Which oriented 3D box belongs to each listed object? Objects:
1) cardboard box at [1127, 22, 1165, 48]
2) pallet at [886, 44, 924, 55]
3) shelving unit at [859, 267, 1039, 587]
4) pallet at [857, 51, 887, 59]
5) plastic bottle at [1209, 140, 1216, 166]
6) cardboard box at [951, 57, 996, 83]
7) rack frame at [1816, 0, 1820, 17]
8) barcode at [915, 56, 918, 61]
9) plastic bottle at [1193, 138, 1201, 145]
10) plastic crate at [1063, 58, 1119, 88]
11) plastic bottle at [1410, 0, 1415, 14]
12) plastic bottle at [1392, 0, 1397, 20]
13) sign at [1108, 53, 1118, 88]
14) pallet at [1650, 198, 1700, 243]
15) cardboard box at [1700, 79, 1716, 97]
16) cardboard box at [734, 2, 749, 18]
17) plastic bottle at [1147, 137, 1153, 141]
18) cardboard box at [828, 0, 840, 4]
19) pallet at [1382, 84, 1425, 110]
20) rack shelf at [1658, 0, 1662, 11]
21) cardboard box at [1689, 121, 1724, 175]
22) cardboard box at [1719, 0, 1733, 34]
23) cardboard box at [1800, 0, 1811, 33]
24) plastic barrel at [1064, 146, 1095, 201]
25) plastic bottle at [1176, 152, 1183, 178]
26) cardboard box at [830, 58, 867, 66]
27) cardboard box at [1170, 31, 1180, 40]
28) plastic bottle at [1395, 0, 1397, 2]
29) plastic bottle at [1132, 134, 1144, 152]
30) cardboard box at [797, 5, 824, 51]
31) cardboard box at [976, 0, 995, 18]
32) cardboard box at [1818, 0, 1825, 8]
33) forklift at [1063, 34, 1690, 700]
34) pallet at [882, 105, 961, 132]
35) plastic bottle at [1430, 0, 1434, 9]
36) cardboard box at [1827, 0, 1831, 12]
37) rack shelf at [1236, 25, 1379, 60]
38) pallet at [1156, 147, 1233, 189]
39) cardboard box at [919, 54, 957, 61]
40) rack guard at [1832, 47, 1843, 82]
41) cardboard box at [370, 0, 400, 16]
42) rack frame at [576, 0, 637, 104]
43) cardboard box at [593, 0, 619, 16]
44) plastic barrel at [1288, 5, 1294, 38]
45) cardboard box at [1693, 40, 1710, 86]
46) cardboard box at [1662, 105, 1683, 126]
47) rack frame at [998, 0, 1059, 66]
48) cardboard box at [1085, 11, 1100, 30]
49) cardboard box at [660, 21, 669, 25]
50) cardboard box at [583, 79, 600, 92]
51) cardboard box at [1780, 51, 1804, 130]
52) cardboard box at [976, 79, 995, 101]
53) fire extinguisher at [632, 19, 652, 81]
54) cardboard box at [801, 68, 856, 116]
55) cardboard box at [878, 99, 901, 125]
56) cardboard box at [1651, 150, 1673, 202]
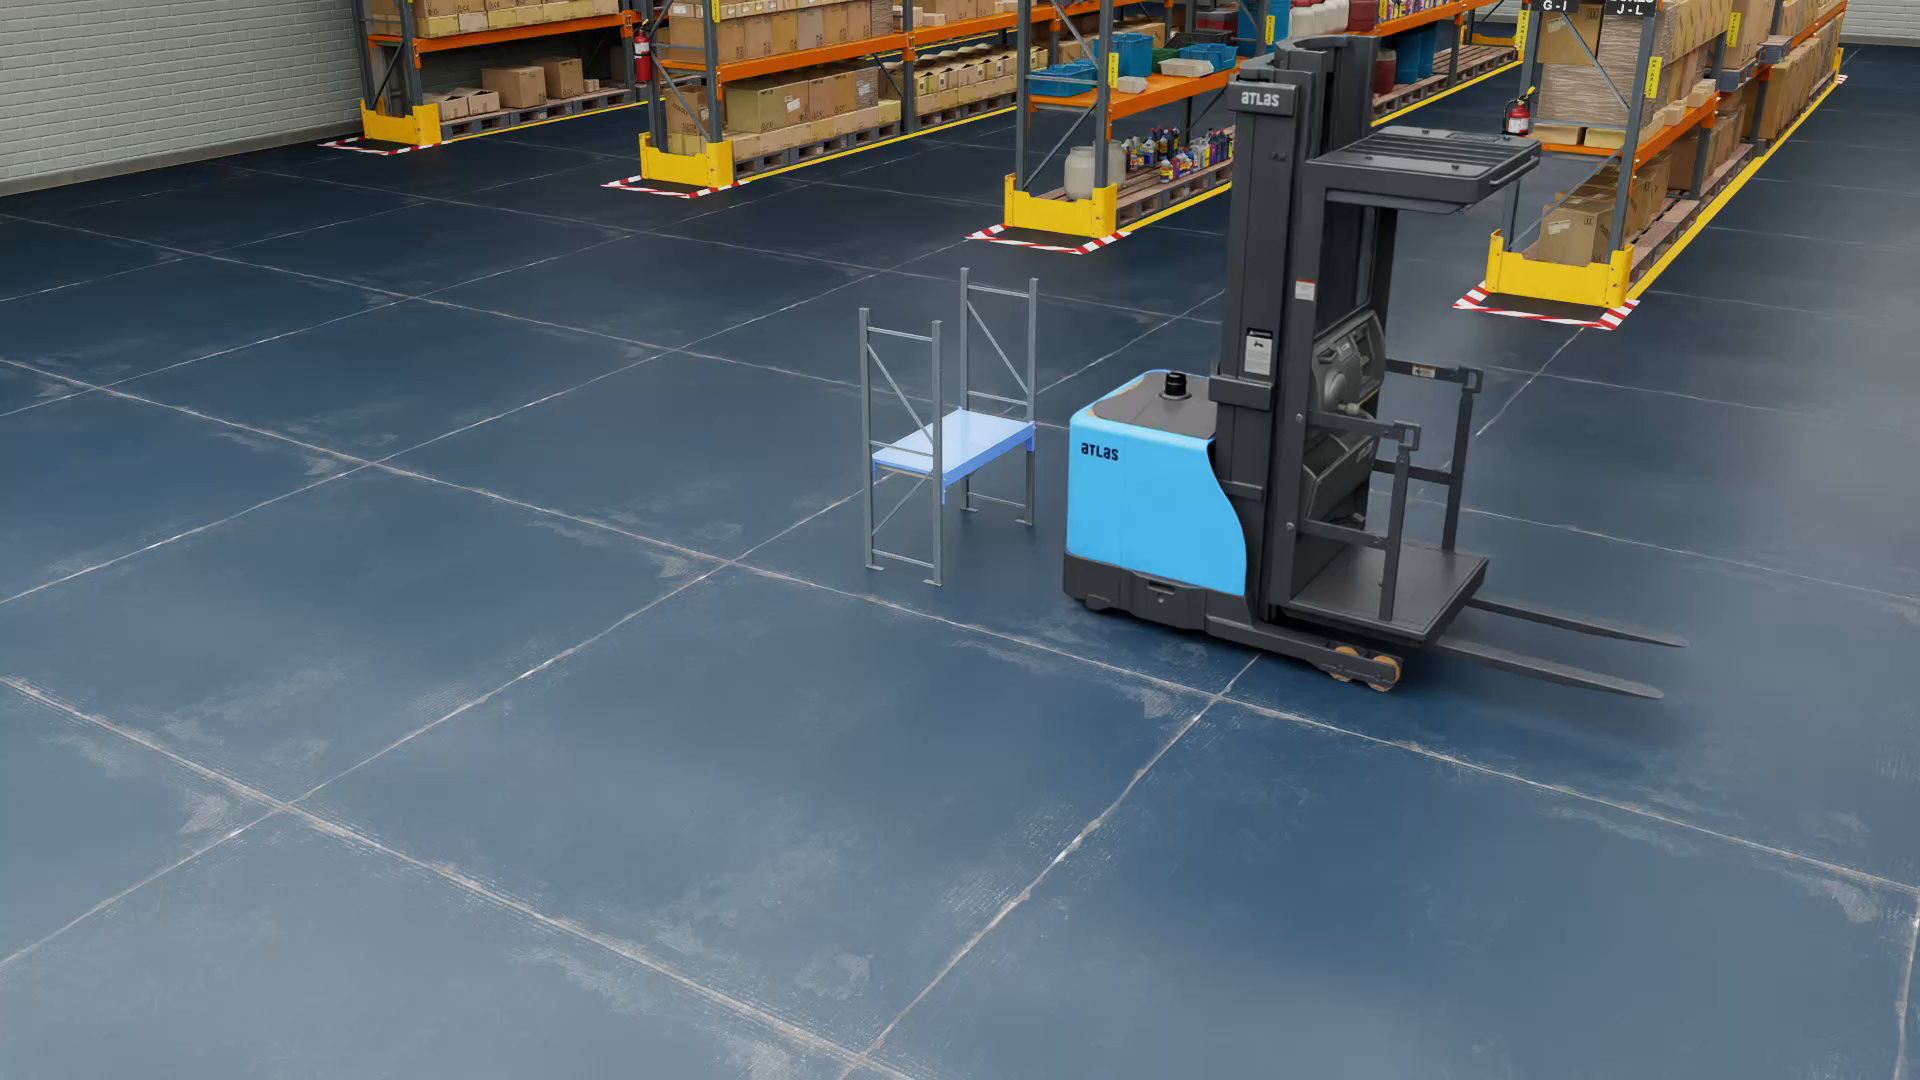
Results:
[{"bbox_3d":[3.132,-8.477,28.149,0.500,0.500,0.500,14,27,29],"label":"cardboard box"},{"bbox_3d":[-1.405,-9.130,30.574,1.003,0.211,1.213,14,27,29],"label":"pallet"},{"bbox_3d":[-0.045,-0.659,9.386,0.538,1.500,1.048,14,27,29],"label":"shelving unit"},{"bbox_3d":[-2.047,-8.717,29.619,1.003,0.211,1.213,14,27,29],"label":"pallet"},{"bbox_3d":[2.888,-4.459,19.139,0.061,0.283,0.133,16,28,32],"label":"plastic bottle"},{"bbox_3d":[0.168,-6.744,23.778,0.500,0.311,0.500,15,27,30],"label":"cardboard box"},{"bbox_3d":[11.563,-7.572,23.465,1.000,3.000,0.127,14,27,29],"label":"rack frame"},{"bbox_3d":[-0.583,-6.443,22.242,0.001,0.075,0.075,14,27,29],"label":"barcode"},{"bbox_3d":[2.800,-4.542,19.340,0.152,0.276,0.135,14,27,29],"label":"plastic bottle"},{"bbox_3d":[1.382,-4.941,17.575,0.499,0.251,0.408,14,27,29],"label":"plastic crate"},{"bbox_3d":[6.479,-7.749,24.031,0.152,0.276,0.135,14,27,29],"label":"plastic bottle"},{"bbox_3d":[6.101,-7.476,23.391,0.061,0.283,0.133,14,27,29],"label":"plastic bottle"},{"bbox_3d":[1.490,-4.570,16.182,0.100,0.325,0.005,14,27,29],"label":"sign"},{"bbox_3d":[7.019,-3.358,17.241,1.003,0.211,1.213,14,27,29],"label":"pallet"},{"bbox_3d":[7.479,-4.622,16.968,0.380,0.149,0.250,14,27,29],"label":"cardboard box"},{"bbox_3d":[-2.654,-6.119,19.168,0.380,0.149,0.250,13,27,28],"label":"cardboard box"},{"bbox_3d":[2.211,-4.553,19.372,0.097,0.271,0.097,0,23,0],"label":"plastic bottle"},{"bbox_3d":[-1.704,-6.728,20.572,0.380,0.149,0.250,15,27,30],"label":"cardboard box"},{"bbox_3d":[6.270,-6.665,24.880,1.003,0.211,1.213,14,27,29],"label":"pallet"},{"bbox_3d":[6.288,-5.243,15.215,1.077,0.370,4.000,14,27,29],"label":"rack shelf"},{"bbox_3d":[8.247,-4.475,18.904,0.700,0.500,0.500,11,26,24],"label":"cardboard box"},{"bbox_3d":[7.339,-5.303,16.466,0.500,0.500,0.500,14,27,29],"label":"cardboard box"},{"bbox_3d":[11.011,-7.059,22.155,0.500,0.500,0.500,14,27,28],"label":"cardboard box"},{"bbox_3d":[1.307,-3.849,17.468,0.421,0.512,0.421,0,23,0],"label":"plastic barrel"},{"bbox_3d":[2.427,-4.172,18.491,0.097,0.271,0.097,0,23,0],"label":"plastic bottle"},{"bbox_3d":[-1.582,-6.133,22.130,0.500,0.500,0.500,14,27,29],"label":"cardboard box"},{"bbox_3d":[3.554,-8.713,28.932,0.500,0.311,0.500,14,27,29],"label":"cardboard box"},{"bbox_3d":[6.367,-7.823,24.107,0.144,0.351,0.185,14,27,29],"label":"plastic bottle"},{"bbox_3d":[2.033,-4.503,19.157,0.144,0.351,0.185,14,27,29],"label":"plastic bottle"},{"bbox_3d":[-2.110,-6.323,20.454,0.700,0.500,0.500,15,27,31],"label":"cardboard box"},{"bbox_3d":[0.167,-7.775,23.809,0.500,0.500,0.500,12,26,26],"label":"cardboard box"},{"bbox_3d":[12.033,-7.743,23.675,0.500,0.250,0.500,13,27,28],"label":"cardboard box"},{"bbox_3d":[2.073,-0.854,8.033,3.031,2.935,1.130,14,27,29],"label":"forklift"},{"bbox_3d":[-0.716,-5.926,23.173,1.003,0.211,1.213,14,27,29],"label":"pallet"},{"bbox_3d":[6.963,-8.059,24.745,0.152,0.276,0.135,14,27,29],"label":"plastic bottle"},{"bbox_3d":[12.550,-7.840,24.400,0.380,0.149,0.250,13,27,28],"label":"cardboard box"},{"bbox_3d":[4.190,-6.254,21.328,1.077,0.370,4.000,14,27,29],"label":"rack shelf"},{"bbox_3d":[2.745,-4.412,19.676,1.003,0.211,1.213,14,27,29],"label":"pallet"},{"bbox_3d":[-0.299,-6.848,24.019,0.500,0.311,0.500,13,27,28],"label":"cardboard box"},{"bbox_3d":[13.685,-7.783,27.099,1.175,0.500,0.348,14,27,29],"label":"rack guard"},{"bbox_3d":[-7.324,-7.124,21.650,0.500,0.500,0.500,14,27,28],"label":"cardboard box"},{"bbox_3d":[-5.282,-7.986,24.421,1.000,3.000,0.127,14,27,29],"label":"rack frame"},{"bbox_3d":[-5.274,-7.703,23.931,0.500,0.250,0.500,14,27,29],"label":"cardboard box"},{"bbox_3d":[3.826,-6.249,20.238,0.433,0.535,0.433,0,23,0],"label":"plastic barrel"},{"bbox_3d":[7.053,-4.915,16.828,0.875,0.500,0.500,14,27,29],"label":"cardboard box"},{"bbox_3d":[6.459,-3.939,15.388,0.380,0.149,0.250,14,27,29],"label":"cardboard box"},{"bbox_3d":[1.039,-8.299,25.145,1.000,3.000,0.127,14,27,29],"label":"rack frame"},{"bbox_3d":[2.159,-8.598,27.485,0.500,0.250,0.500,14,27,29],"label":"cardboard box"},{"bbox_3d":[-4.407,-7.962,26.016,0.500,0.250,0.500,13,27,27],"label":"cardboard box"},{"bbox_3d":[-5.538,-6.701,24.465,0.380,0.166,0.250,10,25,22],"label":"cardboard box"},{"bbox_3d":[10.311,-5.967,21.904,1.225,0.875,0.875,14,27,29],"label":"cardboard box"},{"bbox_3d":[0.163,-6.483,23.883,0.500,0.250,0.500,14,27,30],"label":"cardboard box"},{"bbox_3d":[-3.638,-5.621,19.056,0.296,0.674,0.183,14,27,29],"label":"fire extinguisher"},{"bbox_3d":[-1.664,-5.686,21.097,0.500,0.500,0.500,14,27,29],"label":"cardboard box"},{"bbox_3d":[-1.130,-5.677,22.022,0.500,0.250,0.500,14,27,29],"label":"cardboard box"},{"bbox_3d":[7.098,-3.791,17.348,0.500,0.500,0.500,13,27,27],"label":"cardboard box"}]
